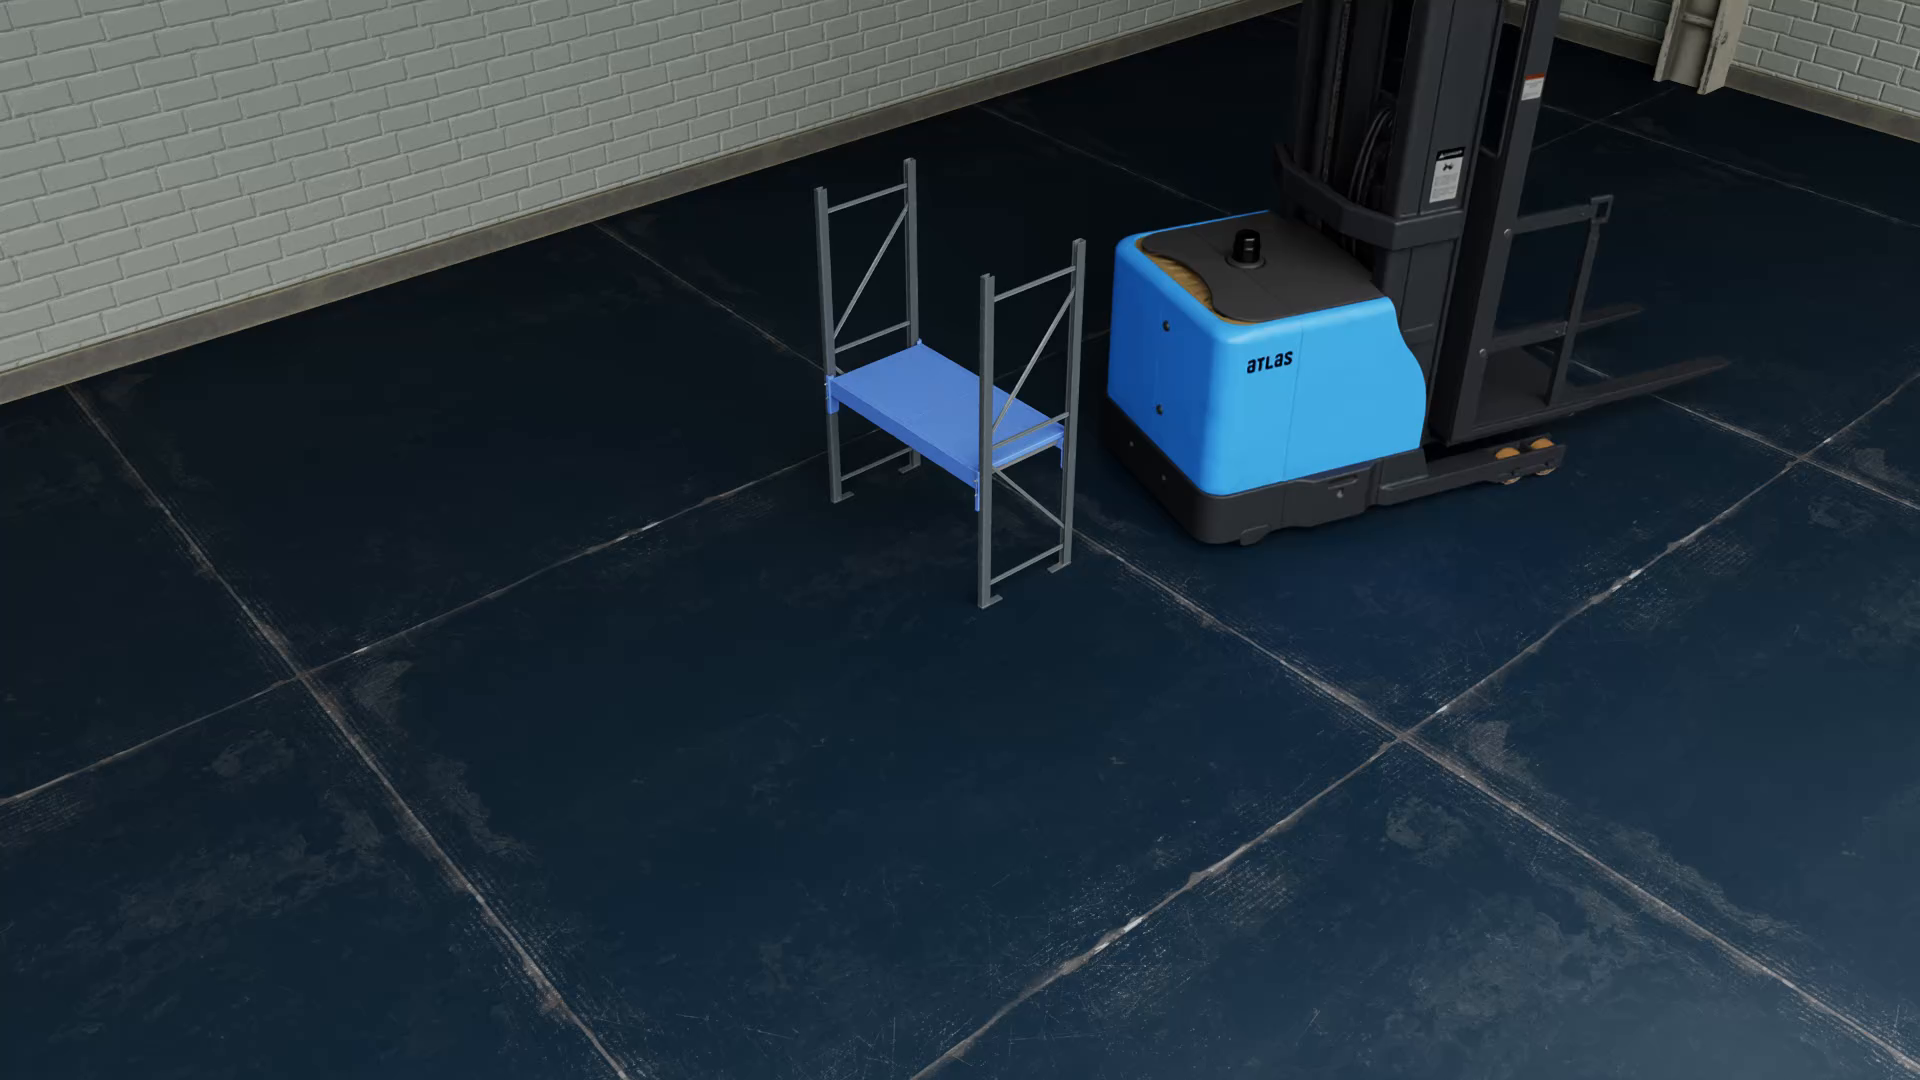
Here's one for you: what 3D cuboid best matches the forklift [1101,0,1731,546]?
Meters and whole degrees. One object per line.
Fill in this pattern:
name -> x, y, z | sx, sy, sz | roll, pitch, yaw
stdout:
forklift -> 2.229, -1.718, 7.140 | 3.031, 2.935, 1.130 | -14, 38, -18

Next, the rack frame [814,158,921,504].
rack frame -> -0.383, -0.874, 7.187 | 0.500, 1.500, 0.032 | -26, 43, -32

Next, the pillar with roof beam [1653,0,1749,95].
pillar with roof beam -> 1.912, -5.332, 6.993 | 9.100, 9.000, 0.400 | -26, 43, -32

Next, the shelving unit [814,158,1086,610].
shelving unit -> -0.055, -0.650, 6.870 | 0.538, 1.500, 1.048 | -26, 43, -32

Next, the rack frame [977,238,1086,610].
rack frame -> 0.273, -0.425, 6.553 | 0.500, 1.500, 0.032 | -26, 43, -32

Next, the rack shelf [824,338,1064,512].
rack shelf -> -0.055, -0.503, 6.974 | 0.538, 0.185, 1.000 | -26, 43, -32
